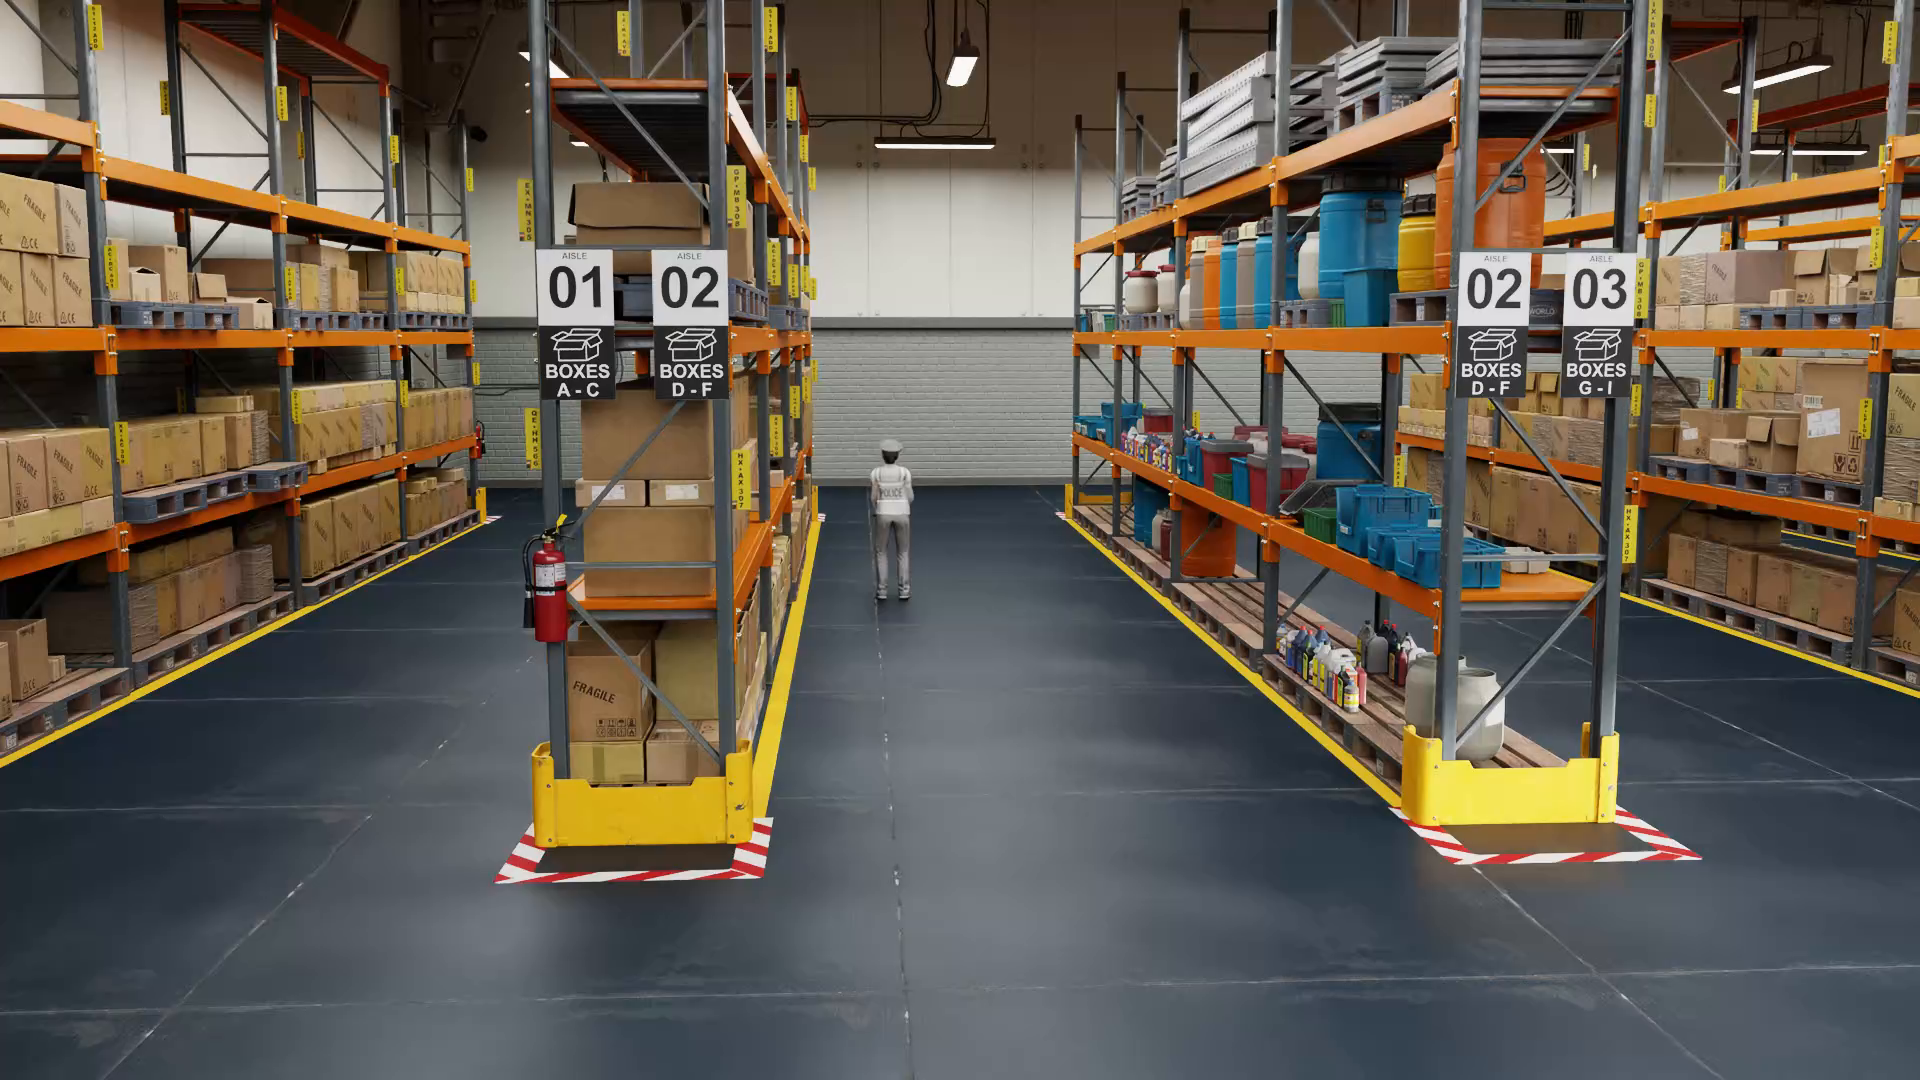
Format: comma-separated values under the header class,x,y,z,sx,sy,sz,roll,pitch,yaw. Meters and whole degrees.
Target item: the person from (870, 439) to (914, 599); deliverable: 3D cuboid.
class,x,y,z,sx,sy,sz,roll,pitch,yaw
person,-0.714,-0.226,17.512,0.459,1.686,0.549,0,7,-3
